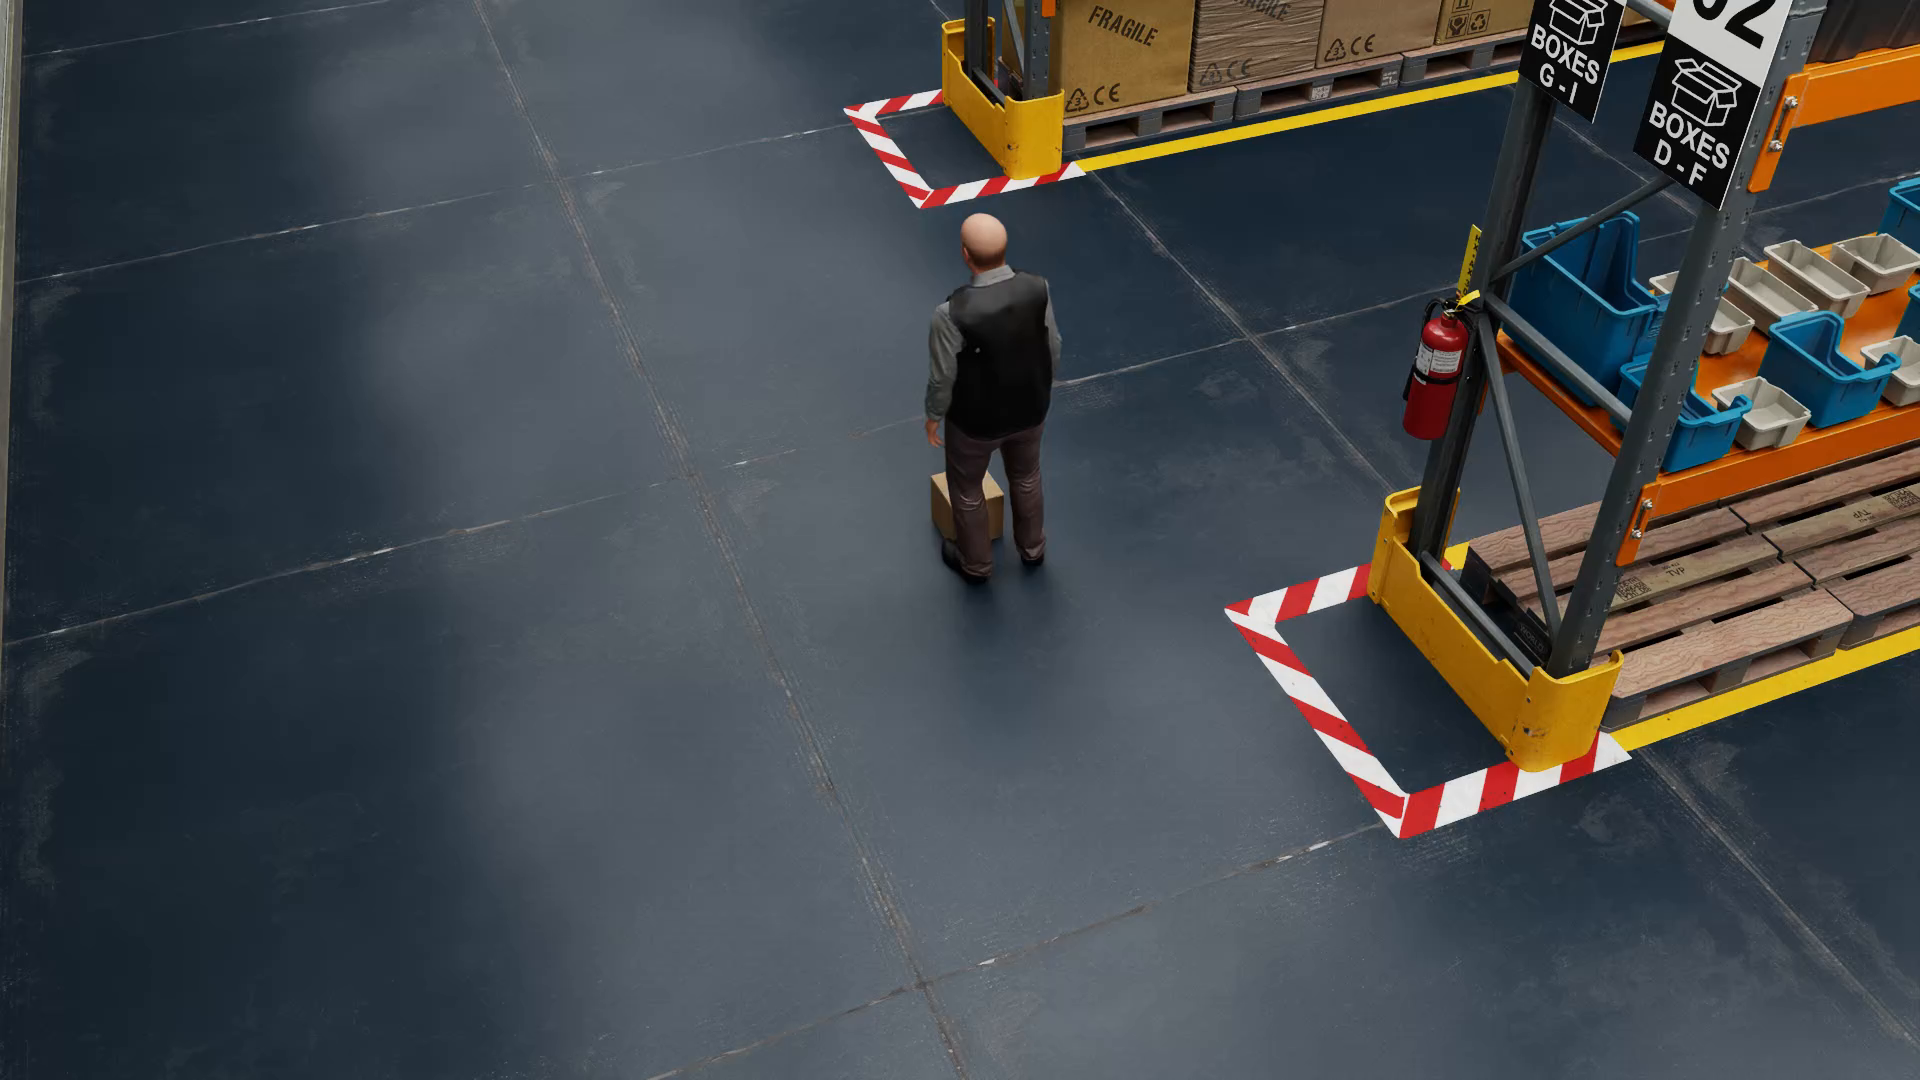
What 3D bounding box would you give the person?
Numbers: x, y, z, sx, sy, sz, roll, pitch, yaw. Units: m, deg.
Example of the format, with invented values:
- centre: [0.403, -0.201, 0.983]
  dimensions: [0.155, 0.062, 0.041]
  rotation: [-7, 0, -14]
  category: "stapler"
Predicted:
- centre: [0.139, -0.530, 6.776]
  dimensions: [0.594, 1.722, 0.414]
  rotation: [-18, 44, -19]
  category: "person"
